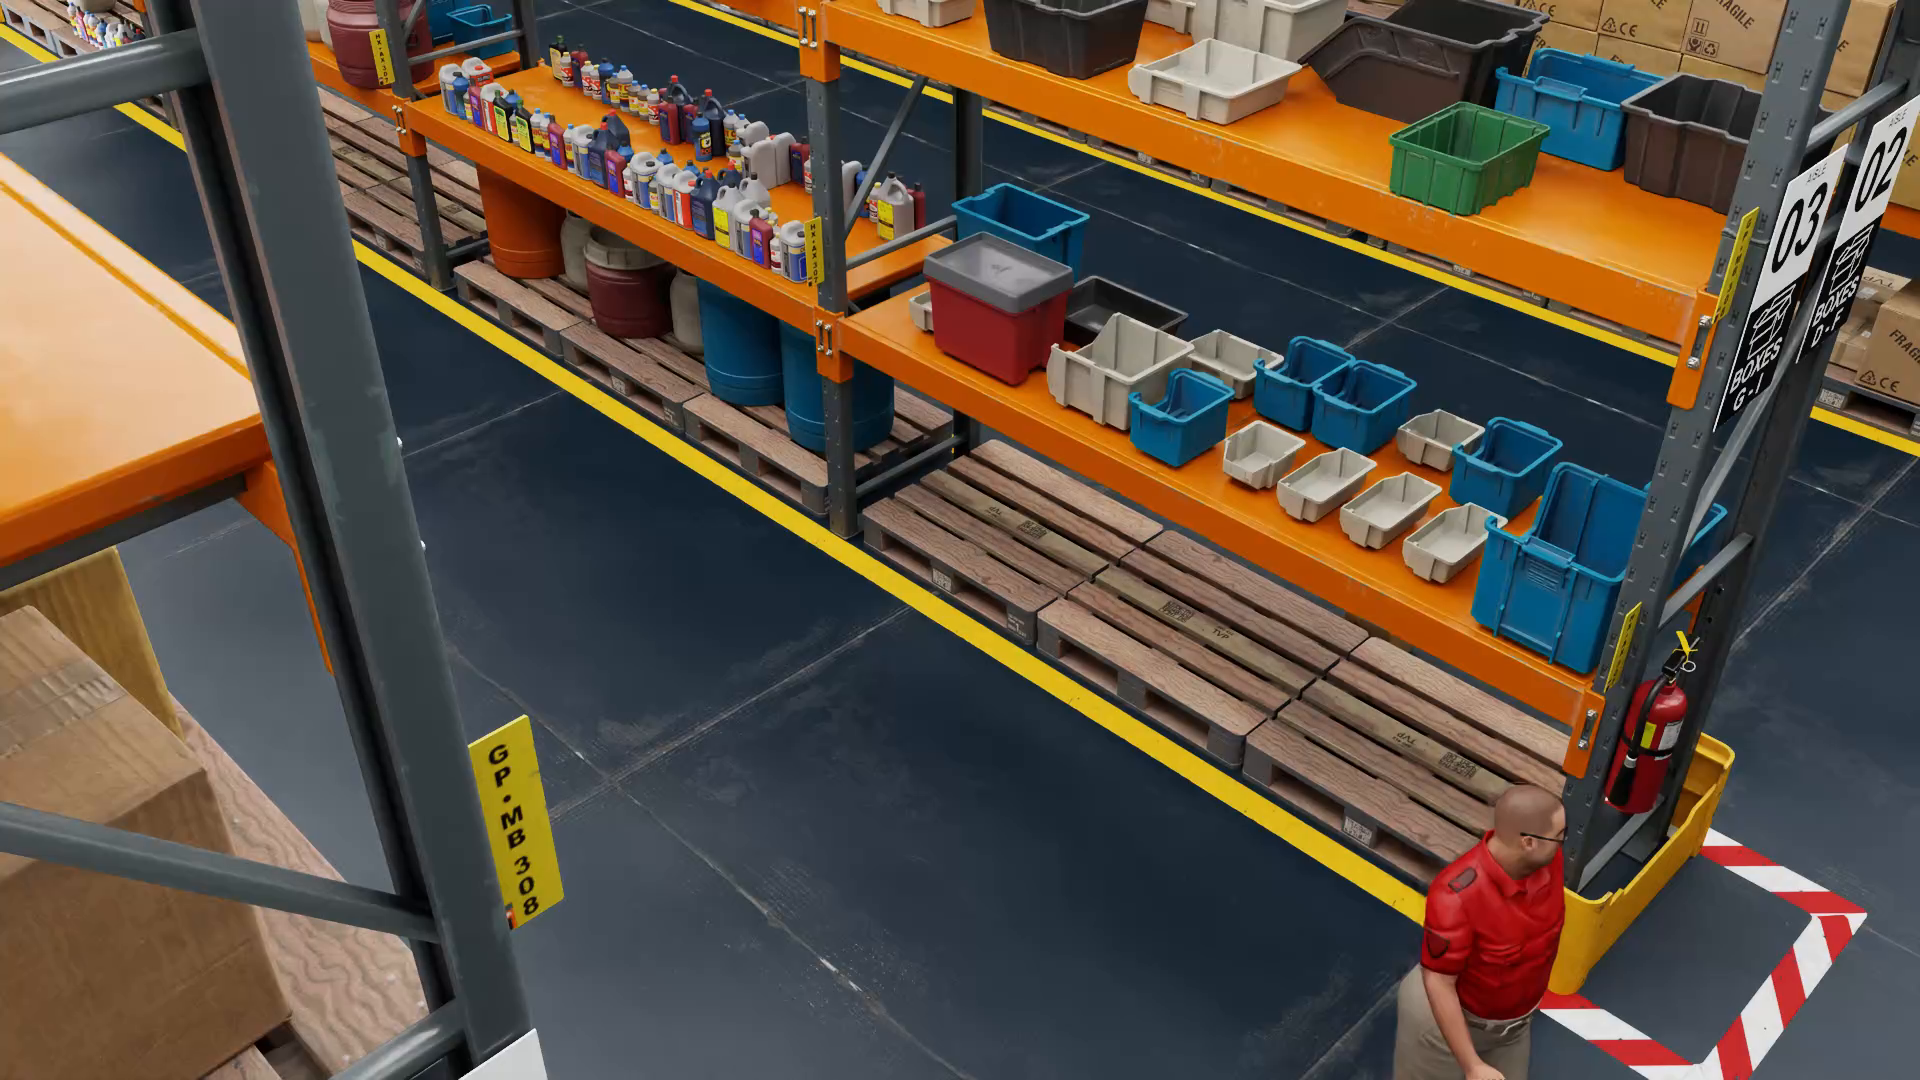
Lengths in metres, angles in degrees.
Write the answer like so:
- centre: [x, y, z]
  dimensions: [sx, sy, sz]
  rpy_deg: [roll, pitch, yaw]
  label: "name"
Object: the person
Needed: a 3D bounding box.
- centre: [1.620, 1.491, 5.064]
  dimensions: [0.564, 1.744, 0.614]
  rpy_deg: [-17, 39, -23]
  label: "person"
